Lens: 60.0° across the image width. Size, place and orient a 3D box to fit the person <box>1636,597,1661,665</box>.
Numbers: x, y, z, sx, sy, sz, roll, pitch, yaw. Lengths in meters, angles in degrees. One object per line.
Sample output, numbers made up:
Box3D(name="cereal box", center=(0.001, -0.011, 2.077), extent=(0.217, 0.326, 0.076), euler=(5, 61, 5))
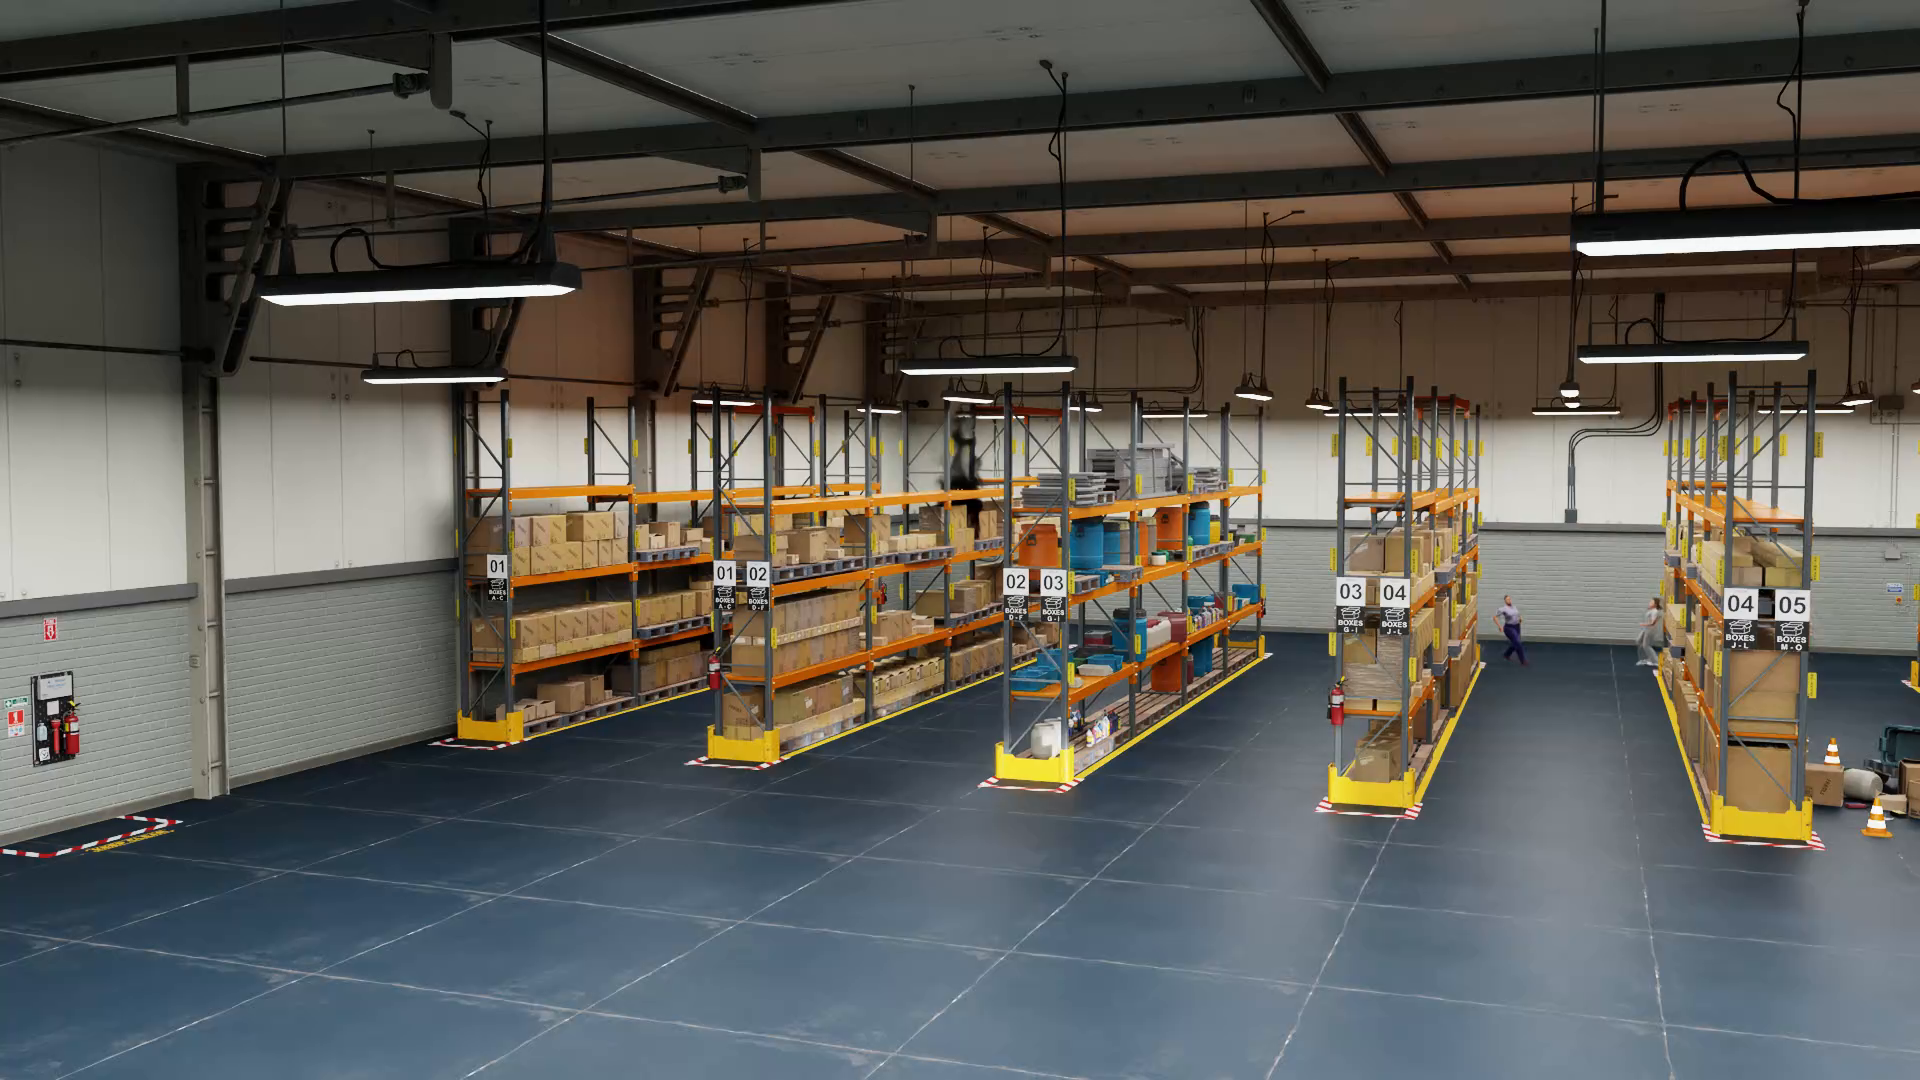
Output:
Box3D(name="person", center=(15.741, 2.109, 38.034), extent=(0.543, 1.643, 0.697), euler=(1, 3, 25))

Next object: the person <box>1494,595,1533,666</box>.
Box3D(name="person", center=(12.756, 2.109, 38.279), extent=(0.648, 1.521, 0.914), euler=(-2, 4, -35))
